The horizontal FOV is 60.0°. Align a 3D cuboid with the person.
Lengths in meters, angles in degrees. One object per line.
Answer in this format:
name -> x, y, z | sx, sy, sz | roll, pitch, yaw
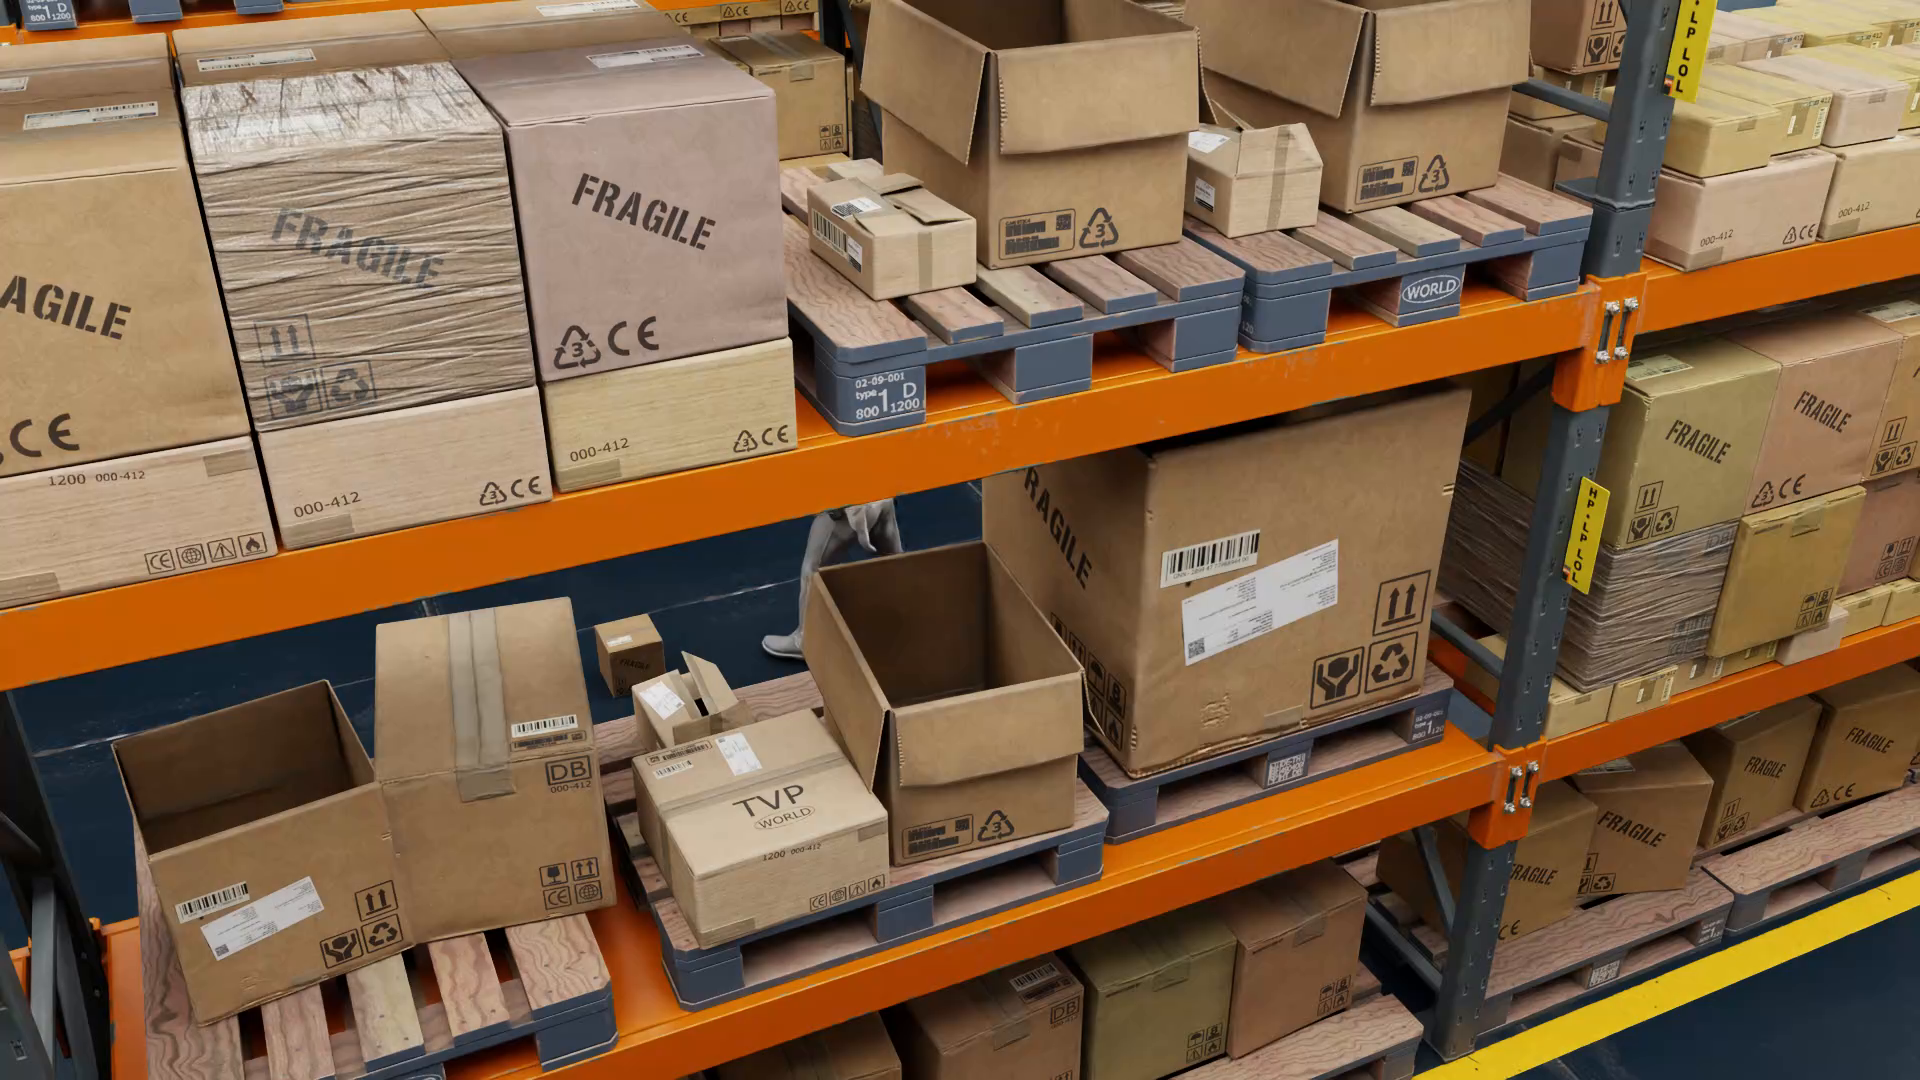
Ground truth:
person -> -0.444, -0.160, 7.415 | 0.970, 1.620, 0.471 | 11, 31, 19
